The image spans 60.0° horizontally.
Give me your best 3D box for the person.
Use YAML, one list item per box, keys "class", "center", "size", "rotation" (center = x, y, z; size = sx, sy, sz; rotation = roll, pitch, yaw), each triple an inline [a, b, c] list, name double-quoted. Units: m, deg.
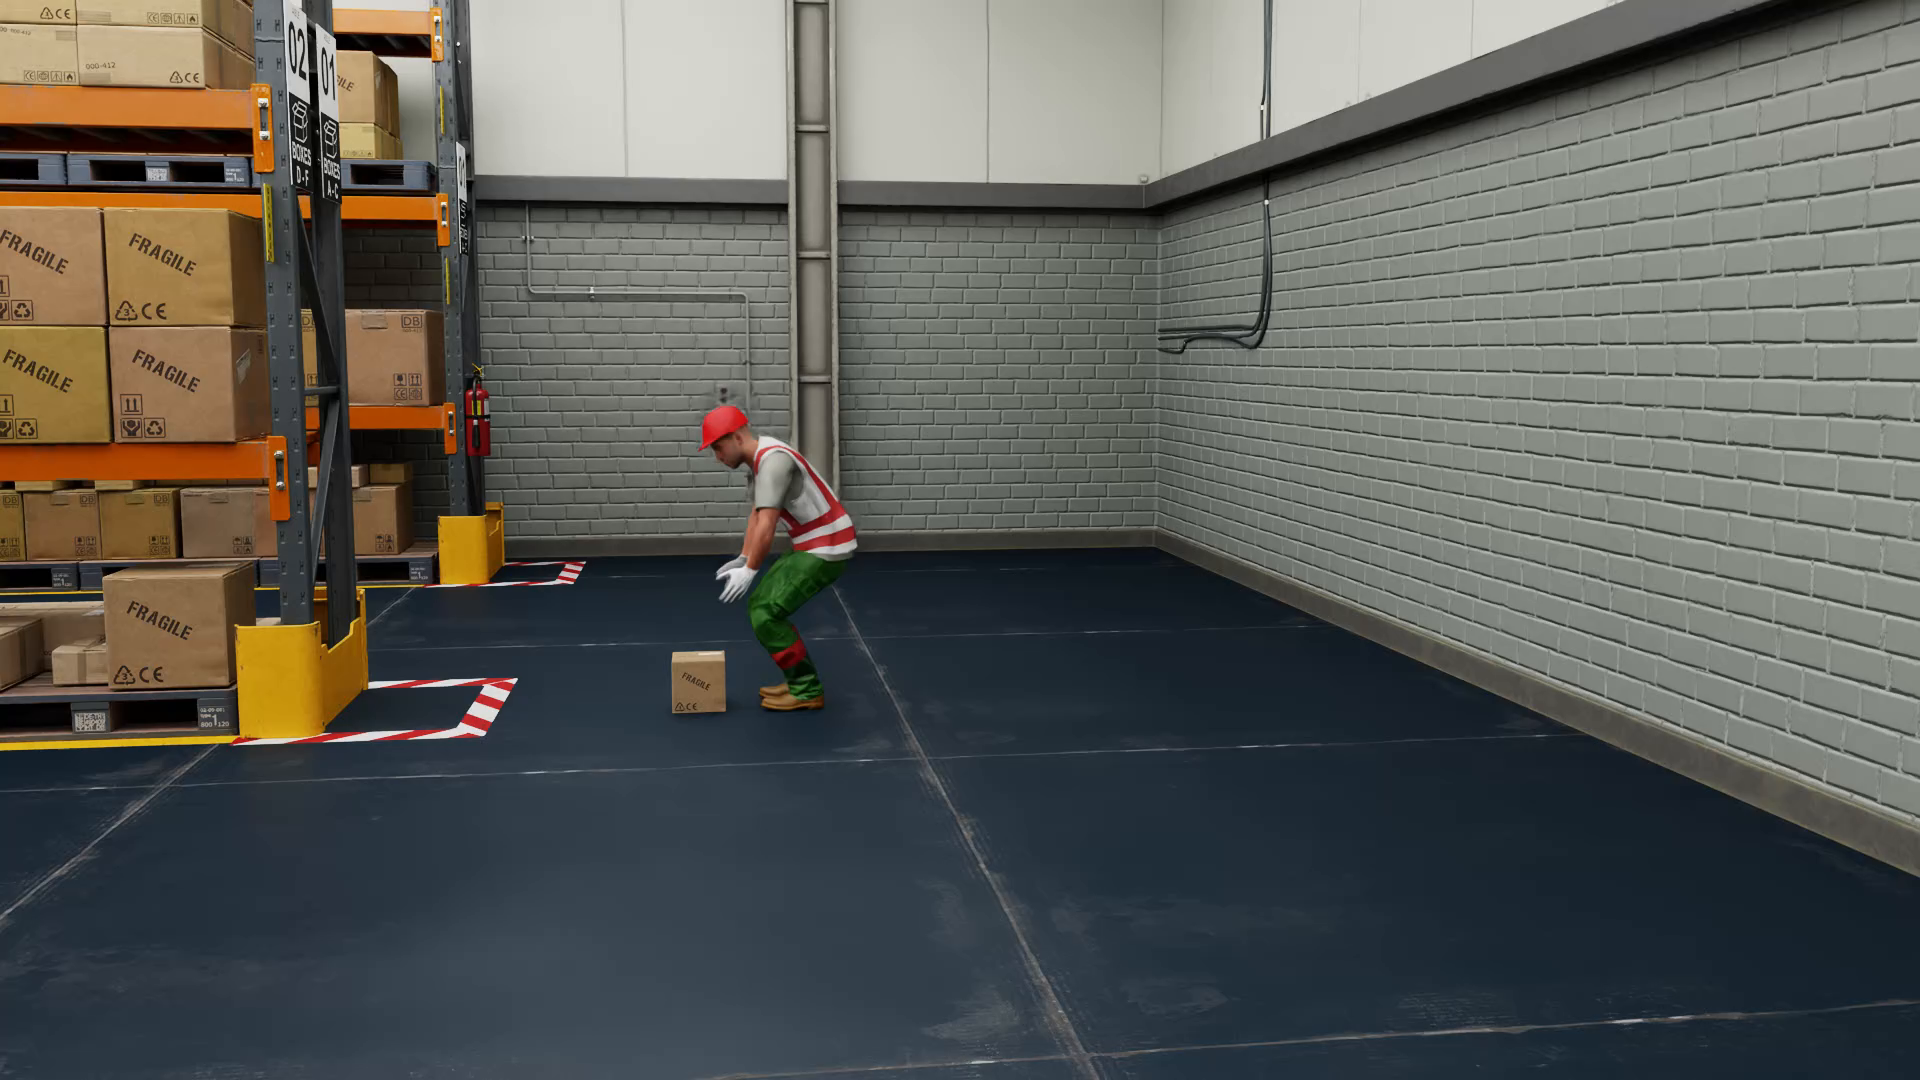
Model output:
- class: "person"
  center: [-0.861, 0.083, 7.921]
  size: [0.750, 1.442, 0.583]
  rotation: [-1, 6, -9]
